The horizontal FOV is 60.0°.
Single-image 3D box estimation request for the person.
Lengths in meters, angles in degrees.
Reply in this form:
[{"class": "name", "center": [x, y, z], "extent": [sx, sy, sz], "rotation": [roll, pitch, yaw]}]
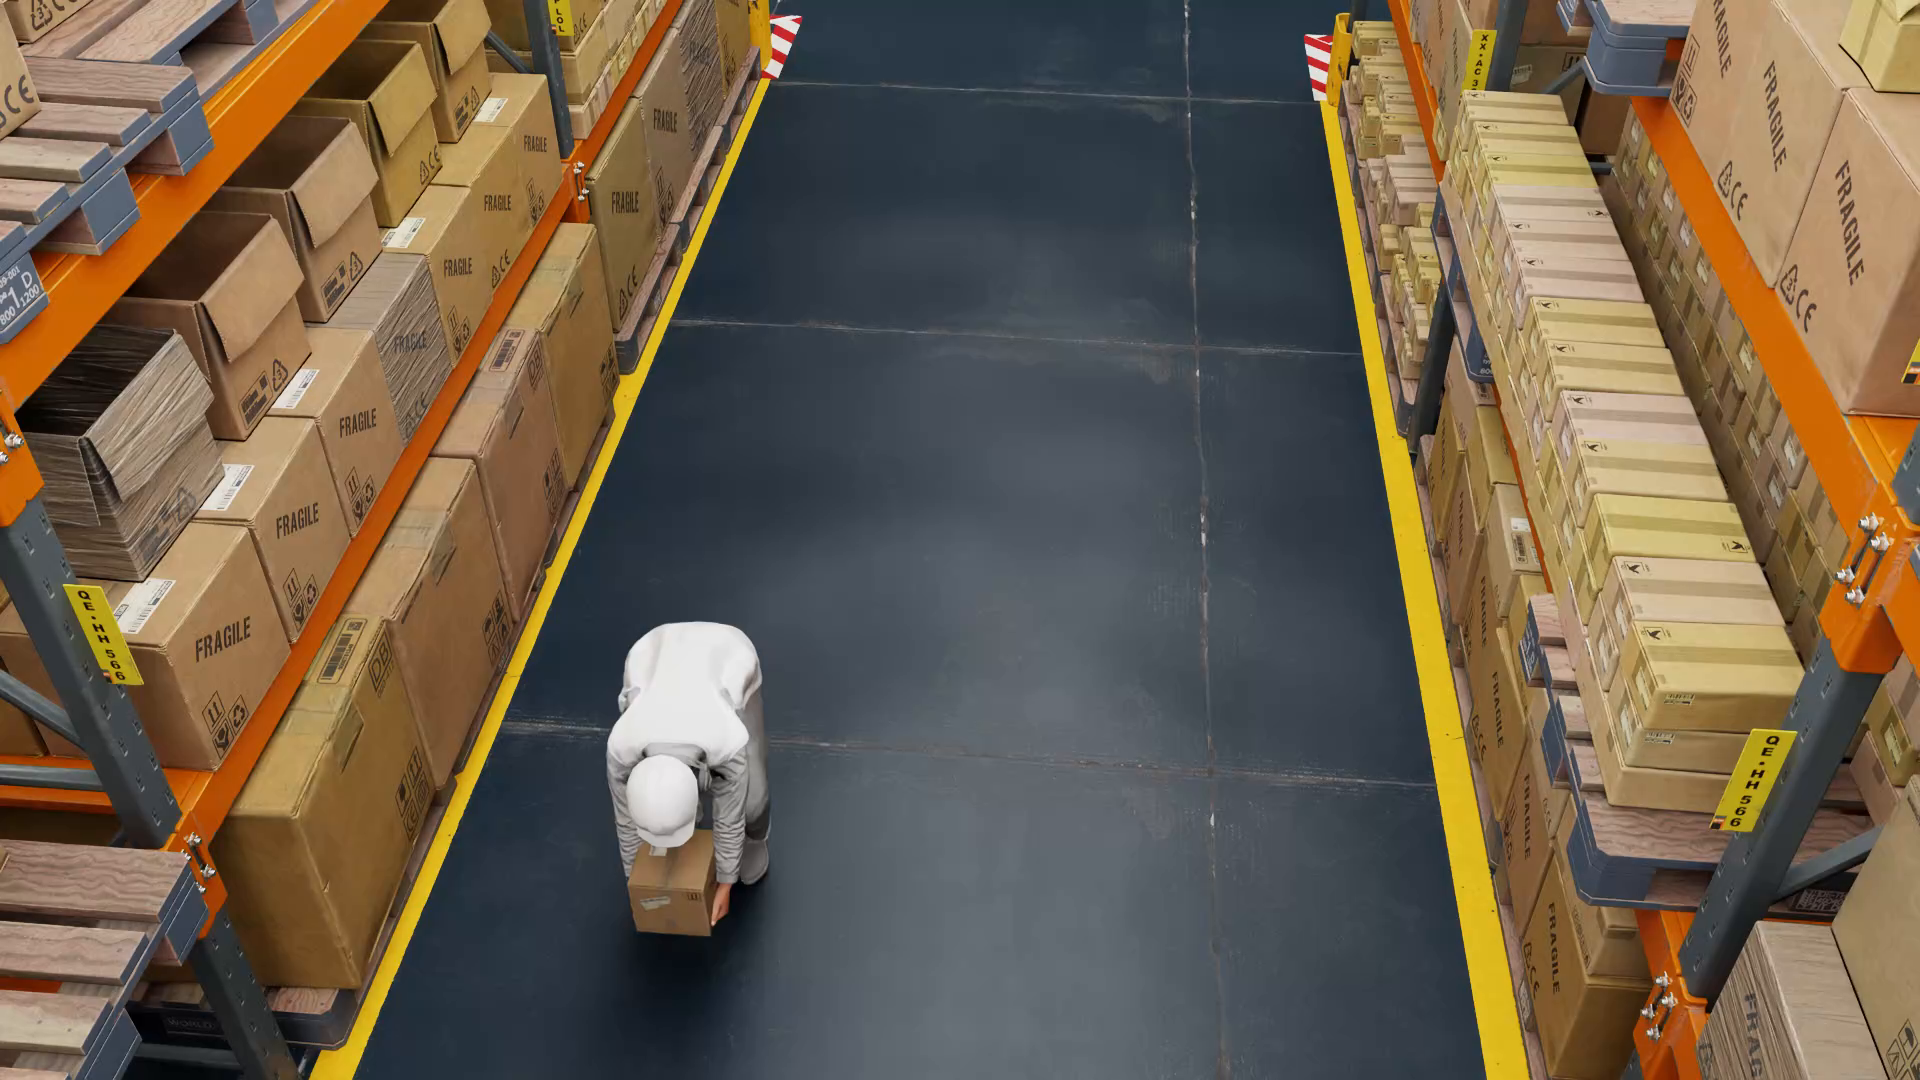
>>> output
[{"class": "person", "center": [-0.909, 0.869, 5.640], "extent": [0.506, 1.071, 0.983], "rotation": [2, 40, 2]}]
